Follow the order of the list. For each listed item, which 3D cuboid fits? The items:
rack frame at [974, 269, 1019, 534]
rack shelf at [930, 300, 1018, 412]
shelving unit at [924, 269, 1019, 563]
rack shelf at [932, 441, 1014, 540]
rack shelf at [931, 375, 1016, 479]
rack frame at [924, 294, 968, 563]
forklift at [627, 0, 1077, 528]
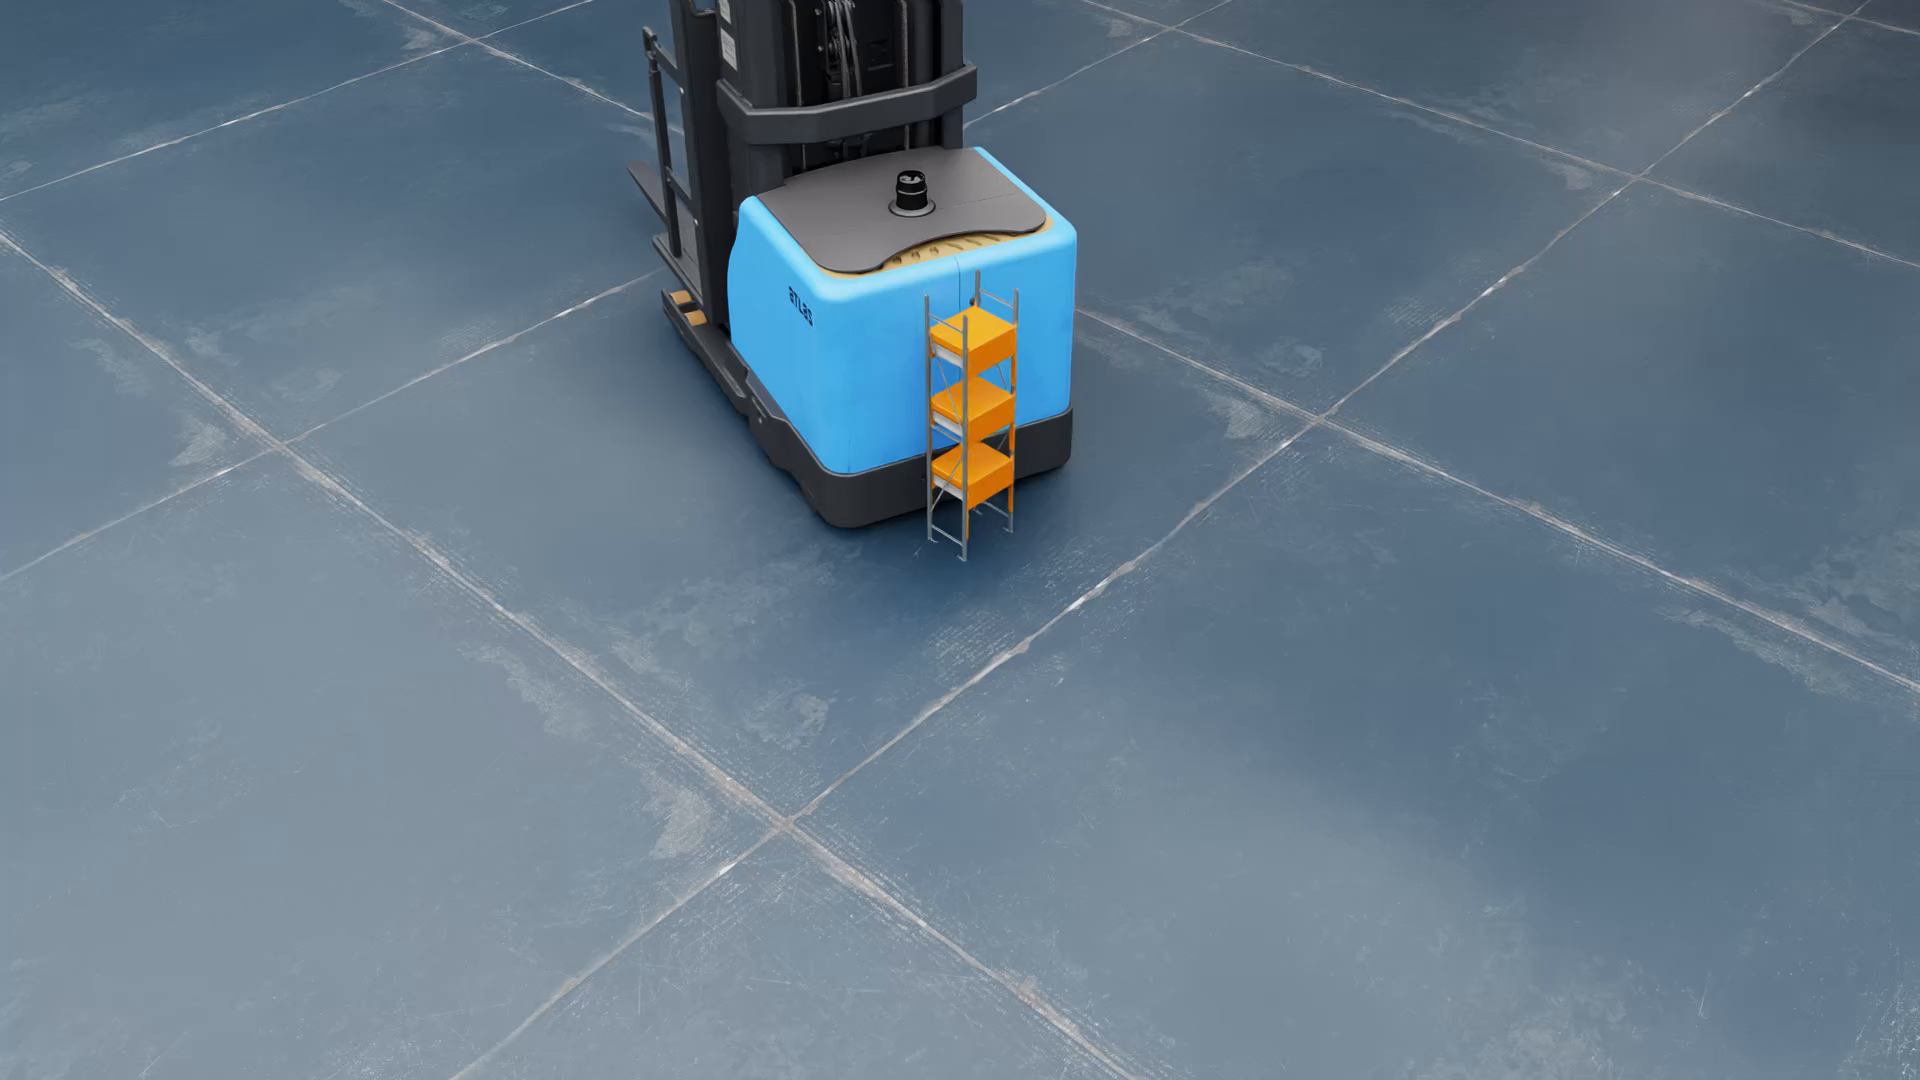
[{"bbox_3d":[0.126,-0.479,6.009,0.008,1.050,0.200,-32,48,-34],"label":"rack frame"},{"bbox_3d":[0.039,-0.639,5.771,0.240,0.259,0.215,-32,48,-34],"label":"rack shelf"},{"bbox_3d":[0.039,-0.425,5.941,0.252,1.050,0.215,-32,48,-34],"label":"shelving unit"},{"bbox_3d":[0.039,-0.200,6.121,0.240,0.259,0.215,-32,48,-34],"label":"rack shelf"},{"bbox_3d":[0.039,-0.417,5.948,0.240,0.259,0.215,-32,48,-34],"label":"rack shelf"},{"bbox_3d":[-0.047,-0.372,5.874,0.008,1.050,0.200,-32,48,-34],"label":"rack frame"},{"bbox_3d":[-0.674,-2.100,6.536,1.130,2.935,3.031,-17,42,-21],"label":"forklift"}]
